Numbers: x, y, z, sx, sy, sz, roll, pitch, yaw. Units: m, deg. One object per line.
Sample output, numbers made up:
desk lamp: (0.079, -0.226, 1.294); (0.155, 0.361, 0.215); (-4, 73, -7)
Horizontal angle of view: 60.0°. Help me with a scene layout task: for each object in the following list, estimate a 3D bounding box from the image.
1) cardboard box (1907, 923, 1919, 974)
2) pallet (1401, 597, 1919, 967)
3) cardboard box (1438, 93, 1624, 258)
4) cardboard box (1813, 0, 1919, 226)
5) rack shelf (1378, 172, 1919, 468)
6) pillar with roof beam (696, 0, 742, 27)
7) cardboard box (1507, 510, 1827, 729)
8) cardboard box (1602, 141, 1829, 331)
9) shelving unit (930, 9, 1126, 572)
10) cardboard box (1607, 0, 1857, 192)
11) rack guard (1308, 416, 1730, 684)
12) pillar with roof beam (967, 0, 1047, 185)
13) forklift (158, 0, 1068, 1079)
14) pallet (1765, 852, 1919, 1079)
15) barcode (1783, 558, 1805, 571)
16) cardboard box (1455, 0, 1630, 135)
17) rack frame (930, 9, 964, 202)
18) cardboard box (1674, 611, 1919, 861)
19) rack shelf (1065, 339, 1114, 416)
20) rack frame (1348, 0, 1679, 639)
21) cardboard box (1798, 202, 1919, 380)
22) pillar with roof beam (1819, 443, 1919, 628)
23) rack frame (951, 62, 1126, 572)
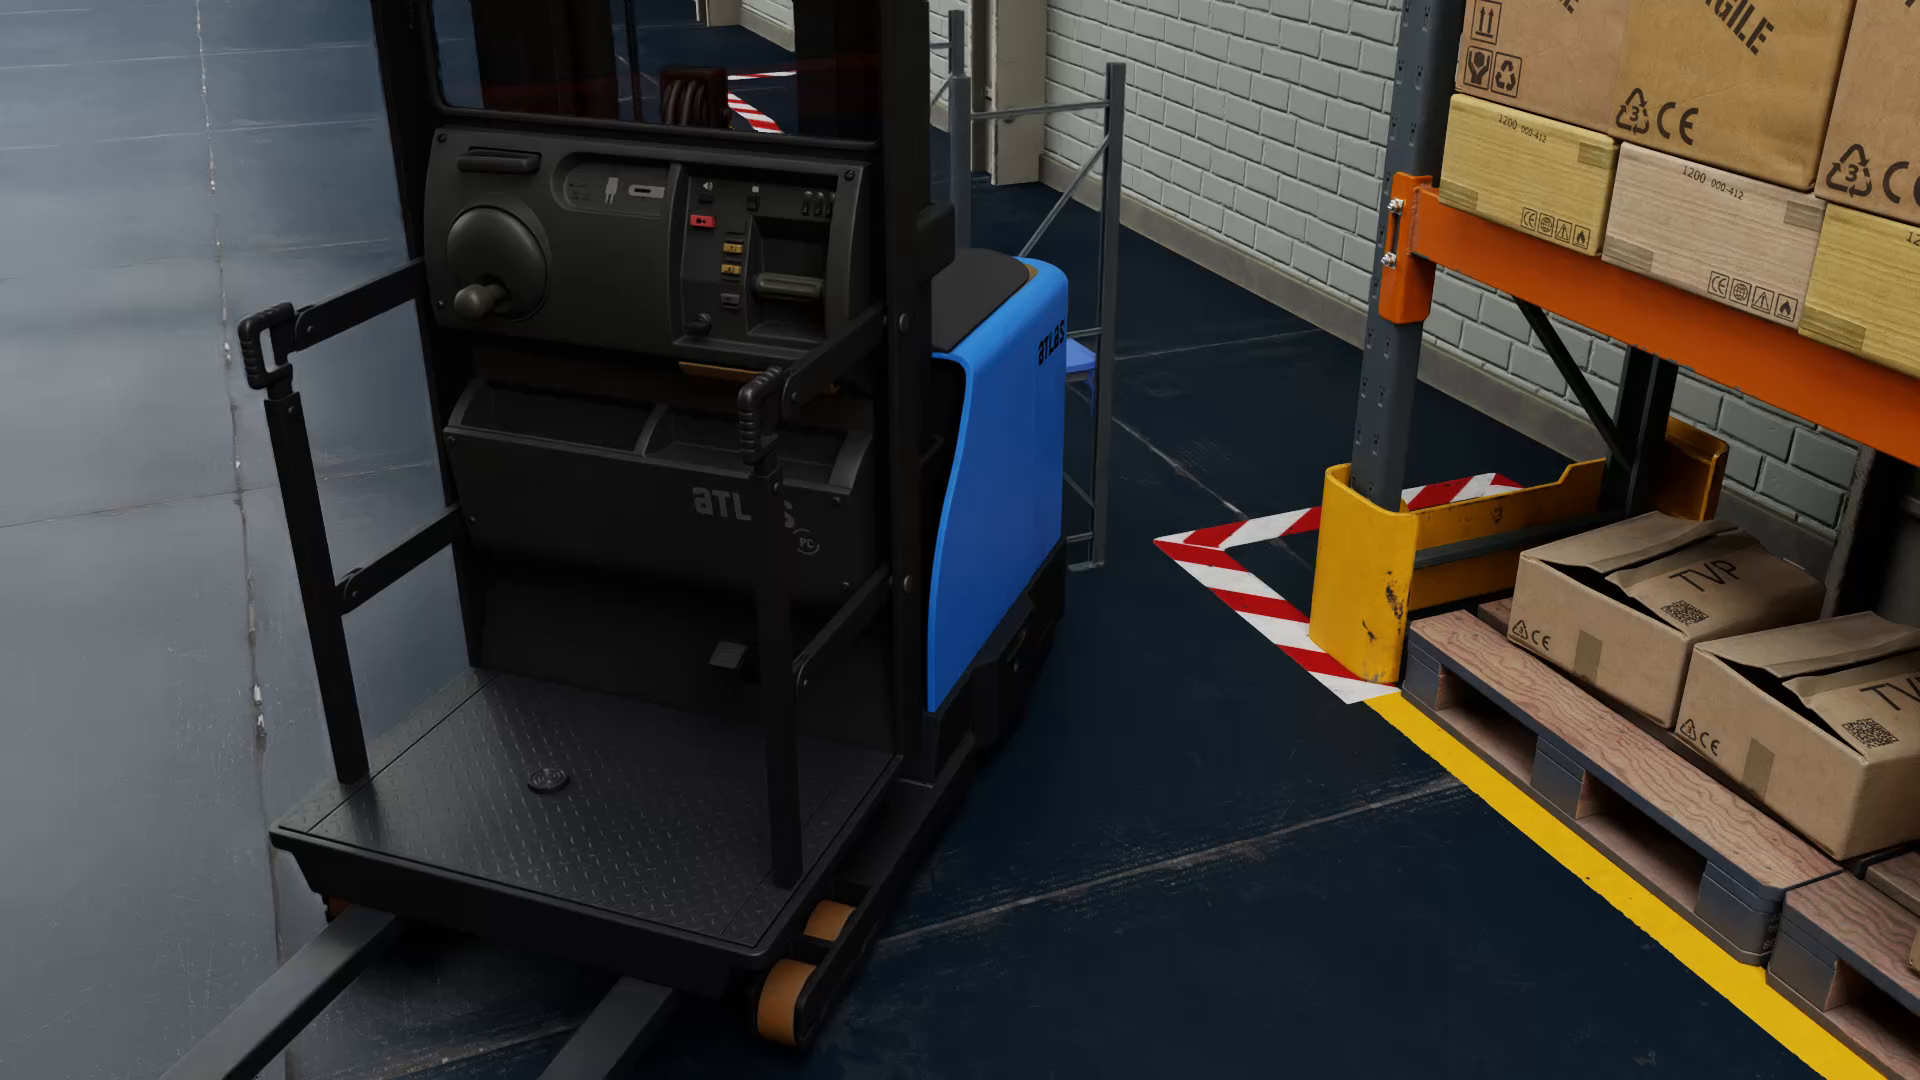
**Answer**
cardboard box: (2.192, 0.603, 2.944); (0.700, 0.500, 0.500); (-12, 29, -24)
pallet: (1.854, 0.465, 4.056); (1.003, 0.211, 1.213); (-11, 28, -21)
cardboard box: (1.438, -0.842, 3.705); (0.500, 0.250, 0.500); (-11, 28, -22)
cardboard box: (1.830, -0.776, 2.713); (0.500, 0.500, 0.500); (-12, 28, -22)
rack shelf: (2.322, -0.022, 2.696); (1.077, 0.370, 4.000); (-11, 28, -21)
pillar with roof beam: (-6.051, -7.819, 11.008); (9.100, 9.000, 0.400); (-11, 28, -21)
cardboard box: (1.727, 0.153, 4.081); (0.500, 0.311, 0.500); (-14, 29, -26)
cardboard box: (1.654, -0.635, 3.280); (0.500, 0.250, 0.500); (-11, 28, -22)
shelving unit: (-0.005, -0.759, 5.095); (0.538, 1.500, 1.048); (-12, 28, -22)
cardboard box: (1.634, -0.985, 3.143); (0.500, 0.500, 0.500); (-10, 28, -20)
rack guard: (1.569, 0.002, 4.677); (1.175, 0.500, 0.348); (-11, 28, -21)
pillar with roof beam: (-3.702, -5.397, 6.047); (9.100, 9.000, 0.400); (-11, 28, -21)
forklift: (-0.695, -0.539, 3.012); (1.130, 2.935, 3.031); (9, 27, 18)
pallet: (2.328, 0.957, 3.049); (1.003, 0.211, 1.213); (-11, 28, -21)
barcode: (2.102, 0.087, 4.205); (0.001, 0.075, 0.075); (-11, 28, -21)
cardboard box: (1.449, -1.187, 3.555); (0.500, 0.500, 0.500); (-11, 28, -21)
rack frame: (-0.219, -0.961, 5.509); (0.500, 1.500, 0.032); (-12, 28, -22)
cardboard box: (1.950, 0.383, 3.610); (0.500, 0.311, 0.500); (-8, 27, -16)
rack shelf: (-0.005, -0.597, 5.174); (0.538, 0.185, 1.000); (-12, 28, -22)
rack frame: (1.539, -1.152, 4.191); (1.000, 3.000, 0.127); (-11, 28, -21)
cardboard box: (1.848, -0.429, 2.857); (0.500, 0.250, 0.500); (-11, 28, -21)
pillar with roof beam: (-1.352, -2.975, 1.086); (9.100, 9.000, 0.400); (-11, 28, -21)
rack frame: (0.210, -0.557, 4.681); (0.500, 1.500, 0.032); (-12, 28, -22)
